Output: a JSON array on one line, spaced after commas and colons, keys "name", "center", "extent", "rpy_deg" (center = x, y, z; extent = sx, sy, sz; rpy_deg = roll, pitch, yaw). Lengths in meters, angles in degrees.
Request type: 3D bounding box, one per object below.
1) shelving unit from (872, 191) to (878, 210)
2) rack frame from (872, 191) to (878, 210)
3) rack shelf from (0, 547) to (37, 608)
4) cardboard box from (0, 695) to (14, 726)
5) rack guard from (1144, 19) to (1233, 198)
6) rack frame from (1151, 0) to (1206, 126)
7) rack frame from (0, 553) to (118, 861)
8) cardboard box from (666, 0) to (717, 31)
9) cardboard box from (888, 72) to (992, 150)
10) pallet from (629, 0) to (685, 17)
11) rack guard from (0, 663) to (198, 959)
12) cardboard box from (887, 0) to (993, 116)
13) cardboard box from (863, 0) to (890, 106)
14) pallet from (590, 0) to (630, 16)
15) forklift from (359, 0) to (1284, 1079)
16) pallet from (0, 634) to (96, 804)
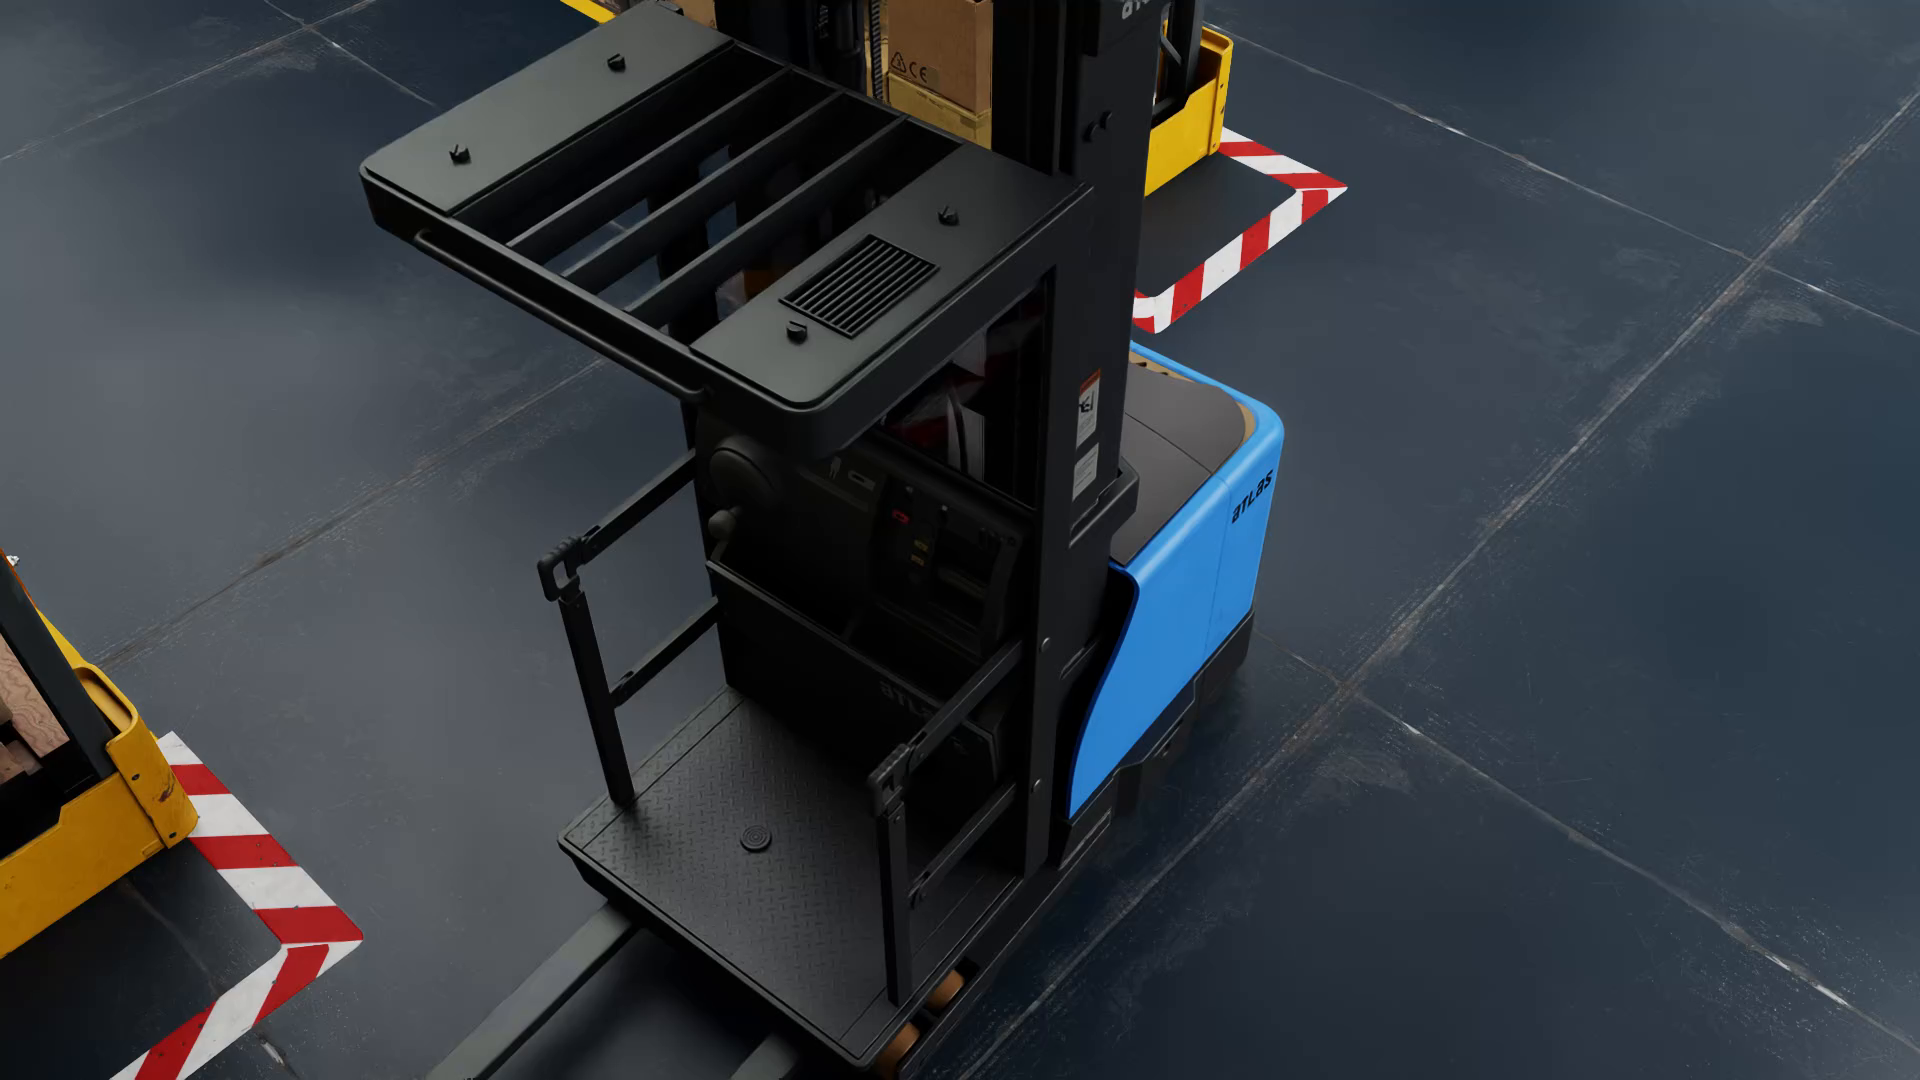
[{"name": "shelving unit", "center": [-0.042, -0.613, 5.500], "extent": [0.503, 1.200, 0.258], "rpy_deg": [8, 47, 7]}, {"name": "rack frame", "center": [-0.282, -0.644, 5.530], "extent": [0.015, 1.200, 0.240], "rpy_deg": [8, 47, 7]}, {"name": "rack shelf", "center": [-4.183, -0.661, 4.807], "extent": [4.000, 0.370, 1.077], "rpy_deg": [34, 55, 28]}, {"name": "cardboard box", "center": [-3.161, 0.461, 4.802], "extent": [0.500, 0.311, 0.500], "rpy_deg": [28, 53, 24]}, {"name": "rack guard", "center": [0.661, -1.707, 7.010], "extent": [0.348, 0.500, 1.175], "rpy_deg": [34, 55, 28]}, {"name": "rack frame", "center": [0.643, -2.574, 6.109], "extent": [0.127, 3.000, 1.000], "rpy_deg": [34, 55, 28]}, {"name": "rack frame", "center": [-2.714, 0.081, 3.616], "extent": [0.127, 3.000, 1.000], "rpy_deg": [34, 55, 28]}, {"name": "cardboard box", "center": [-1.062, -2.619, 7.749], "extent": [0.500, 0.250, 0.500], "rpy_deg": [34, 55, 28]}, {"name": "cardboard box", "center": [0.049, -1.884, 7.059], "extent": [0.500, 0.250, 0.500], "rpy_deg": [34, 55, 28]}, {"name": "pallet", "center": [-0.839, -2.579, 8.026], "extent": [1.213, 0.211, 1.003], "rpy_deg": [34, 55, 28]}, {"name": "rack guard", "center": [-2.770, 0.900, 4.563], "extent": [0.348, 0.500, 1.175], "rpy_deg": [34, 55, 28]}, {"name": "cardboard box", "center": [0.047, -2.139, 6.785], "extent": [0.500, 0.500, 0.500], "rpy_deg": [34, 55, 28]}, {"name": "cardboard box", "center": [-0.327, -2.124, 7.285], "extent": [0.500, 0.250, 0.500], "rpy_deg": [34, 55, 28]}, {"name": "pallet", "center": [-1.740, -3.182, 8.593], "extent": [1.213, 0.211, 1.003], "rpy_deg": [34, 55, 28]}, {"name": "forklift", "center": [-0.380, 0.017, 3.724], "extent": [1.130, 2.935, 3.031], "rpy_deg": [29, 53, 25]}, {"name": "pallet", "center": [-3.343, 0.578, 5.063], "extent": [1.213, 0.211, 1.003], "rpy_deg": [34, 55, 28]}]
